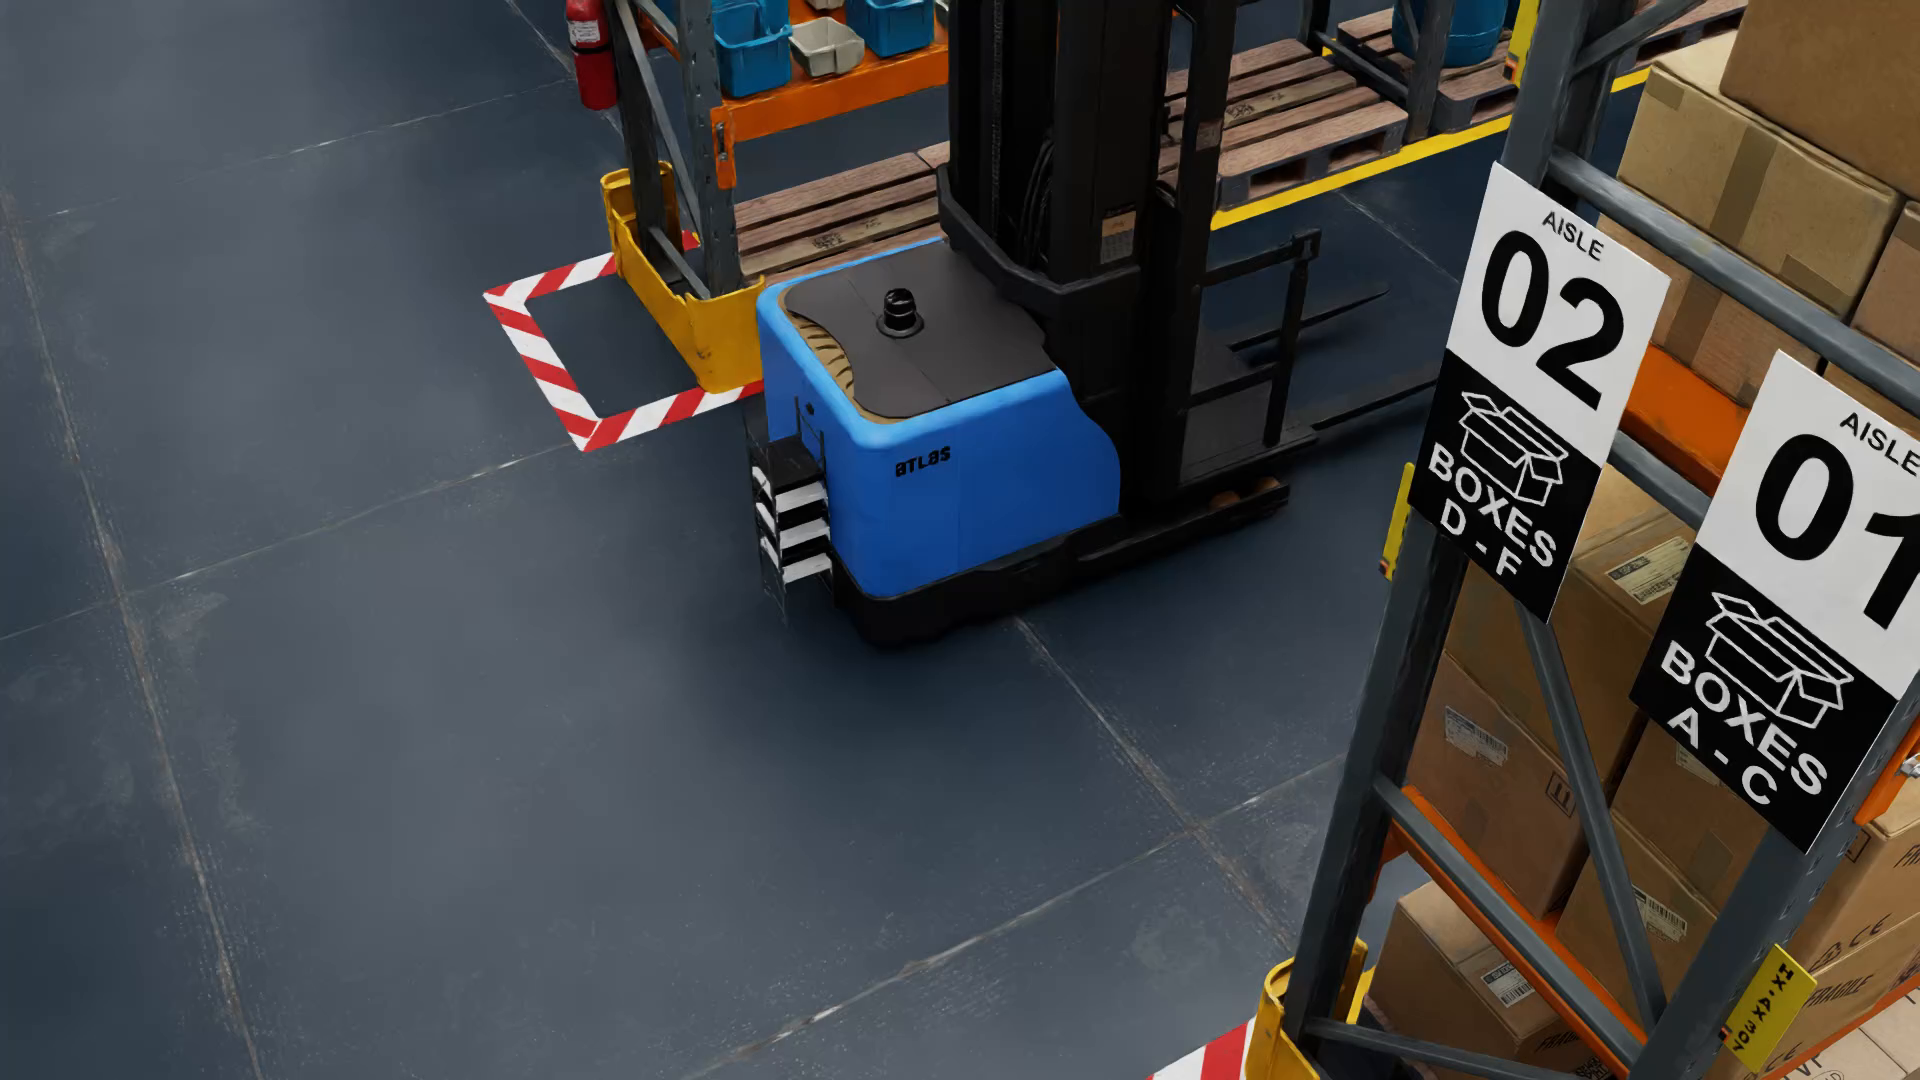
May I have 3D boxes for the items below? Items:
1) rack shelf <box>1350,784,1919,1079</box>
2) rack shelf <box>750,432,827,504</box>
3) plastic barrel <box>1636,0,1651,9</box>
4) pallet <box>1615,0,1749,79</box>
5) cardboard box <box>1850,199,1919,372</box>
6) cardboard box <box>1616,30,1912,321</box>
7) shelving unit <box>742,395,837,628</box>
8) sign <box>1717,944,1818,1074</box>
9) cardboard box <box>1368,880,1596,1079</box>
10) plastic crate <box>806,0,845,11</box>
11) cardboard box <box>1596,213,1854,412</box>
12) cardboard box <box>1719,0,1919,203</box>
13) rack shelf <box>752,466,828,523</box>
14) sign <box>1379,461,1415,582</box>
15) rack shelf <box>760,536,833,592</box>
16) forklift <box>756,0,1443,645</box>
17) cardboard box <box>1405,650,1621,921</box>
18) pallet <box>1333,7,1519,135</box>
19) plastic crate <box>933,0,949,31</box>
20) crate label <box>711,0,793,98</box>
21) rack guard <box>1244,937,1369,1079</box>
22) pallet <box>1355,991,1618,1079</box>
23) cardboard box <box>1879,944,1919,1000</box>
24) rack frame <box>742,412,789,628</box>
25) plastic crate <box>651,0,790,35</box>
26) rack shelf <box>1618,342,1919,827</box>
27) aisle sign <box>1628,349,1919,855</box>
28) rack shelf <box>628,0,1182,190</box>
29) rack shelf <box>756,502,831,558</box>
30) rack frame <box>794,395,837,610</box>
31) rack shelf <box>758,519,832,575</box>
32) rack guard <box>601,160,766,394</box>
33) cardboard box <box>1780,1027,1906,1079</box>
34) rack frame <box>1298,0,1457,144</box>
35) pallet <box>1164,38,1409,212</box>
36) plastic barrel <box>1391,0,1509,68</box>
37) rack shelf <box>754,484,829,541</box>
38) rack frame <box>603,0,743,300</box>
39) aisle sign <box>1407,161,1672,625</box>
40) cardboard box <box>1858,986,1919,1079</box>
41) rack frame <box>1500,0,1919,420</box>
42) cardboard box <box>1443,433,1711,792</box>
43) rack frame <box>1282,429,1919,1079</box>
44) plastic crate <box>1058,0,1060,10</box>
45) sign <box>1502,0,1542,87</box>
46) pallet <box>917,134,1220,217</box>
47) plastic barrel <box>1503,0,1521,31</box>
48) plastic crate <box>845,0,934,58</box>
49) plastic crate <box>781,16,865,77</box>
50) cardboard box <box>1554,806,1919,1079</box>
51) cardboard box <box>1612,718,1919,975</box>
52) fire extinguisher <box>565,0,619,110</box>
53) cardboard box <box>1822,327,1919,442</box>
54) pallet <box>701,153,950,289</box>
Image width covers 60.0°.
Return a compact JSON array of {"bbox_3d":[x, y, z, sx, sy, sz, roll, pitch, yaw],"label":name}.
[{"bbox_3d":[2.952,0.416,4.684,4.000,0.370,1.077,-22,48,-21],"label":"rack shelf"},{"bbox_3d":[-0.629,-0.263,6.035,0.200,0.077,0.258,-20,48,-19],"label":"rack shelf"},{"bbox_3d":[3.850,-3.352,9.535,0.421,0.512,0.421,0,44,0],"label":"plastic barrel"},{"bbox_3d":[3.971,-3.196,9.892,1.213,0.211,1.003,-22,48,-21],"label":"pallet"},{"bbox_3d":[1.793,-0.371,2.573,0.500,0.250,0.500,-22,48,-21],"label":"cardboard box"},{"bbox_3d":[1.536,-0.682,2.894,0.500,0.250,0.500,-22,48,-21],"label":"cardboard box"},{"bbox_3d":[-0.629,-0.093,6.199,0.210,0.900,0.258,-20,48,-19],"label":"shelving unit"},{"bbox_3d":[1.488,0.869,3.079,0.005,0.325,0.100,-22,48,-21],"label":"sign"},{"bbox_3d":[1.567,1.254,4.783,0.500,0.500,0.500,-22,48,-21],"label":"cardboard box"},{"bbox_3d":[-0.630,-2.459,7.277,0.243,0.136,0.396,-22,48,-21],"label":"plastic crate"},{"bbox_3d":[1.532,-0.508,3.073,0.500,0.250,0.500,-22,48,-21],"label":"cardboard box"},{"bbox_3d":[1.655,-0.807,2.484,0.500,0.500,0.700,-22,48,-21],"label":"cardboard box"},{"bbox_3d":[-0.629,-0.198,6.097,0.200,0.077,0.258,-20,48,-19],"label":"rack shelf"},{"bbox_3d":[0.959,-0.019,3.557,0.005,0.325,0.100,-22,48,-21],"label":"sign"},{"bbox_3d":[-0.629,0.060,6.348,0.200,0.077,0.258,-20,48,-19],"label":"rack shelf"},{"bbox_3d":[0.774,-1.393,6.081,3.031,2.935,1.130,-20,48,-19],"label":"forklift"},{"bbox_3d":[1.471,0.497,4.013,0.500,0.500,0.500,-20,48,-20],"label":"cardboard box"},{"bbox_3d":[2.912,-2.770,9.453,1.213,0.211,1.003,-22,48,-21],"label":"pallet"},{"bbox_3d":[0.039,-2.251,7.062,0.298,0.136,0.250,-22,48,-21],"label":"plastic crate"},{"bbox_3d":[-0.868,-1.989,6.722,0.303,0.233,0.416,-22,48,-21],"label":"crate label"},{"bbox_3d":[1.284,1.723,4.616,0.348,0.500,1.175,-22,48,-21],"label":"rack guard"},{"bbox_3d":[1.975,1.549,5.002,1.213,0.211,1.003,-22,48,-21],"label":"pallet"},{"bbox_3d":[2.179,0.639,3.866,0.500,0.500,0.500,-22,48,-21],"label":"cardboard box"},{"bbox_3d":[-0.719,-0.060,6.165,0.006,0.900,0.240,-20,48,-19],"label":"rack frame"},{"bbox_3d":[-1.049,-2.403,7.004,0.499,0.435,0.616,-22,48,-21],"label":"plastic crate"},{"bbox_3d":[2.952,-0.660,3.639,4.000,0.370,1.077,-22,48,-21],"label":"rack shelf"},{"bbox_3d":[1.305,0.120,2.606,0.004,0.787,0.394,-22,48,-21],"label":"aisle sign"},{"bbox_3d":[0.488,-2.576,7.767,4.000,0.370,1.077,-22,48,-21],"label":"rack shelf"},{"bbox_3d":[-0.629,-0.069,6.223,0.200,0.077,0.258,-20,48,-19],"label":"rack shelf"},{"bbox_3d":[-0.539,-0.126,6.233,0.006,0.900,0.240,-20,48,-19],"label":"rack frame"},{"bbox_3d":[-0.629,-0.004,6.285,0.200,0.077,0.258,-20,48,-19],"label":"rack shelf"},{"bbox_3d":[-1.261,-1.227,7.655,0.348,0.500,1.175,-22,48,-21],"label":"rack guard"},{"bbox_3d":[2.264,1.490,4.719,0.500,0.250,0.500,-22,48,-21],"label":"cardboard box"},{"bbox_3d":[2.222,-3.528,8.232,0.127,3.000,1.000,-22,48,-21],"label":"rack frame"},{"bbox_3d":[1.603,-2.249,8.916,1.213,0.211,1.003,-22,48,-21],"label":"pallet"},{"bbox_3d":[2.702,-3.104,9.000,0.708,0.901,0.600,-22,48,-21],"label":"plastic barrel"},{"bbox_3d":[-0.629,-0.133,6.160,0.200,0.077,0.258,-20,48,-19],"label":"rack shelf"},{"bbox_3d":[-1.247,-2.140,6.802,0.127,3.000,1.000,-22,48,-21],"label":"rack frame"},{"bbox_3d":[1.006,-0.242,2.979,0.004,0.787,0.394,-22,48,-21],"label":"aisle sign"},{"bbox_3d":[2.698,1.317,4.898,0.500,0.250,0.500,-22,48,-21],"label":"cardboard box"},{"bbox_3d":[1.218,-1.301,1.629,0.127,3.000,1.000,-22,48,-21],"label":"rack frame"},{"bbox_3d":[1.467,0.137,3.665,0.500,0.500,0.500,-22,48,-21],"label":"cardboard box"},{"bbox_3d":[1.218,0.852,3.718,0.127,3.000,1.000,-22,48,-21],"label":"rack frame"},{"bbox_3d":[0.273,-2.445,7.193,0.300,0.233,0.416,-22,48,-21],"label":"plastic crate"},{"bbox_3d":[0.959,-0.884,2.718,0.005,0.325,0.100,-22,48,-21],"label":"sign"},{"bbox_3d":[0.544,-1.823,8.477,1.213,0.211,1.003,-22,48,-21],"label":"pallet"},{"bbox_3d":[3.316,-3.350,9.253,0.708,0.901,0.600,-22,48,-21],"label":"plastic barrel"},{"bbox_3d":[-0.298,-2.217,6.958,0.300,0.233,0.416,-22,48,-21],"label":"plastic crate"},{"bbox_3d":[-0.549,-2.015,6.819,0.298,0.136,0.250,-22,48,-21],"label":"plastic crate"},{"bbox_3d":[1.734,0.822,3.678,0.500,0.500,0.500,-21,48,-20],"label":"cardboard box"},{"bbox_3d":[1.734,0.463,3.330,0.500,0.500,0.500,-20,48,-20],"label":"cardboard box"},{"bbox_3d":[-1.604,-2.201,7.187,0.183,0.674,0.296,-22,48,-21],"label":"fire extinguisher"},{"bbox_3d":[1.790,-0.195,2.751,0.500,0.250,0.500,-22,48,-21],"label":"cardboard box"},{"bbox_3d":[-0.512,-1.402,8.043,1.213,0.211,1.003,-22,48,-21],"label":"pallet"}]
